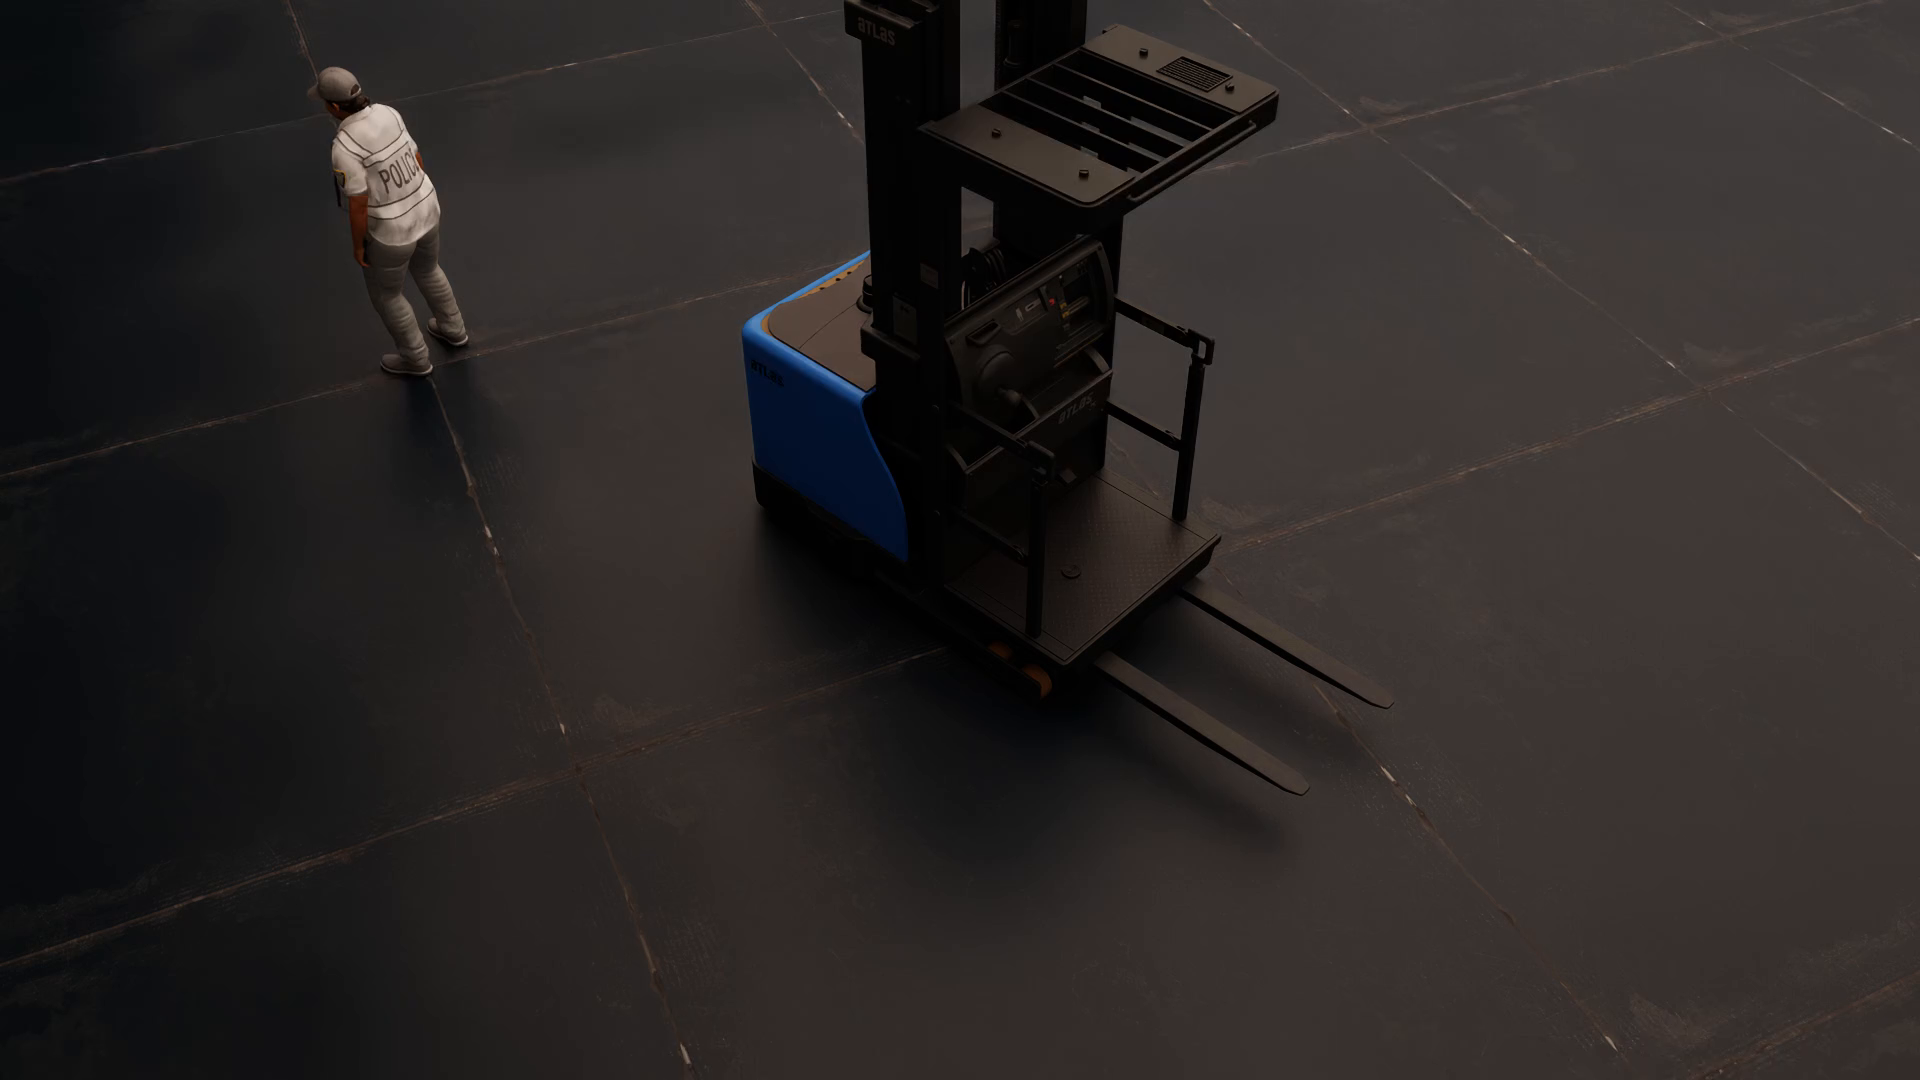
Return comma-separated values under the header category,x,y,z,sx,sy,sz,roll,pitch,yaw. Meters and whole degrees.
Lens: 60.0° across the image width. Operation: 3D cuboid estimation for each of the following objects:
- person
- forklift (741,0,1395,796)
category,x,y,z,sx,sy,sz,roll,pitch,yaw
person,-2.848,-1.592,8.316,0.468,1.665,0.559,18,46,18
forklift,0.445,-0.788,6.525,3.031,2.935,1.130,32,52,30
